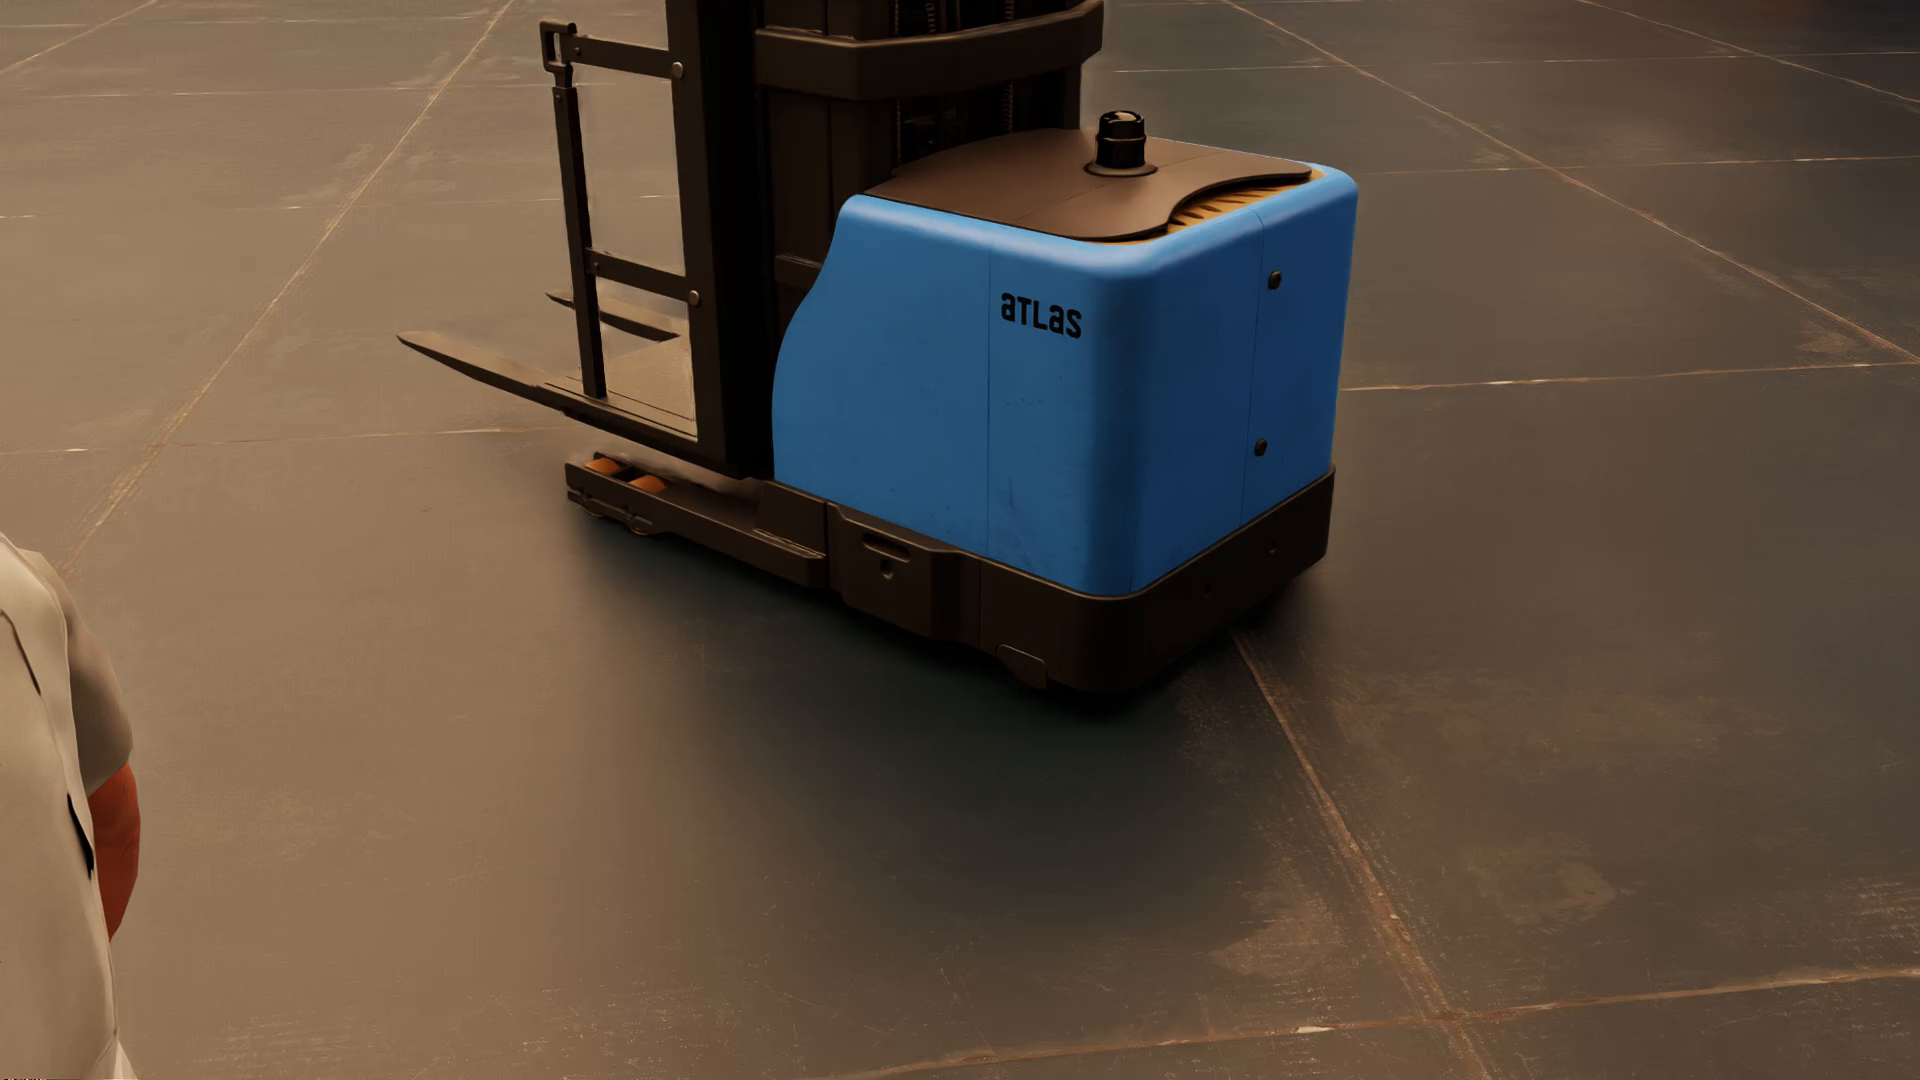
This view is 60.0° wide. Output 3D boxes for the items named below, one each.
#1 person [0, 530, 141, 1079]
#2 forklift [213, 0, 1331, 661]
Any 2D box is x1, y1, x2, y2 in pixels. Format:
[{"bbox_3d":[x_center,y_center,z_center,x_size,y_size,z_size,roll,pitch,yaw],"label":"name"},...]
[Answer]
[{"bbox_3d":[-0.923,0.579,1.328,0.565,1.787,0.638,2,26,5],"label":"person"},{"bbox_3d":[-0.607,-1.393,4.121,3.031,2.935,1.130,8,27,16],"label":"forklift"}]
